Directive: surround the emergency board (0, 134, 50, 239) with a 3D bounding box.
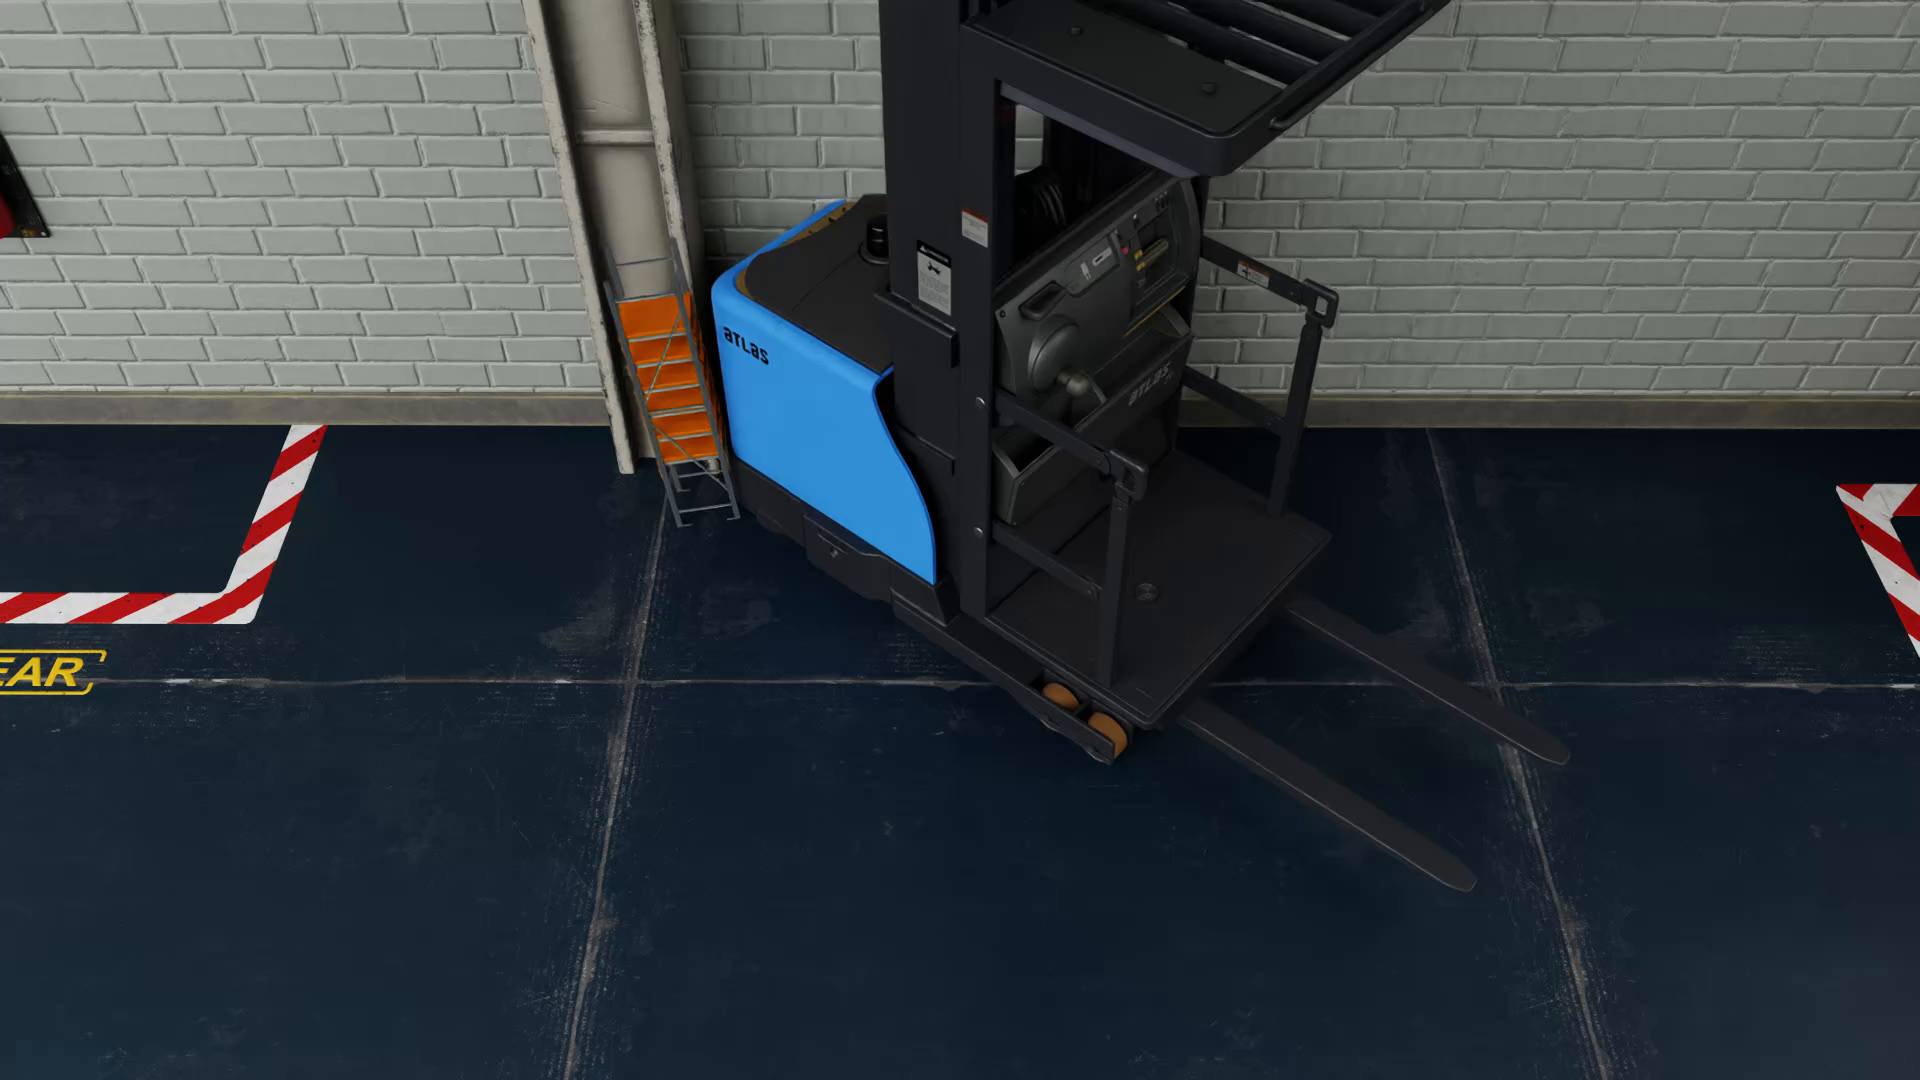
[{"bbox_3d":[-3.600,-1.430,5.531,0.643,1.169,0.194,0,47,0],"label":"emergency board"}]

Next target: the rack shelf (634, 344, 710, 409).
[{"bbox_3d":[-1.011,-0.576,5.847,0.258,0.103,0.180,-8,49,-1],"label":"rack shelf"}]

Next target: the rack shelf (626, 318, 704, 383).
[{"bbox_3d":[-1.020,-0.654,5.757,0.258,0.103,0.180,-8,49,-1],"label":"rack shelf"}]

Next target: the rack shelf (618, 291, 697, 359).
[{"bbox_3d":[-1.029,-0.733,5.667,0.258,0.103,0.180,-8,49,-1],"label":"rack shelf"}]

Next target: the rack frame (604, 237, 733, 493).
[{"bbox_3d":[-1.017,-0.594,5.964,0.240,1.200,0.006,-8,49,-1],"label":"rack frame"}]

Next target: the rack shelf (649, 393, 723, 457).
[{"bbox_3d":[-0.993,-0.419,6.028,0.258,0.103,0.180,-8,49,-1],"label":"rack shelf"}]

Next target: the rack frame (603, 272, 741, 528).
[{"bbox_3d":[-0.995,-0.458,5.844,0.240,1.200,0.006,-8,49,-1],"label":"rack frame"}]

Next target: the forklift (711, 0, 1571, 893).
[{"bbox_3d":[0.587,-0.699,4.898,3.031,2.935,1.130,32,55,26],"label":"forklift"}]

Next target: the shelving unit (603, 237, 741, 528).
[{"bbox_3d":[-1.006,-0.526,5.904,0.258,1.200,0.189,-8,49,-1],"label":"shelving unit"}]

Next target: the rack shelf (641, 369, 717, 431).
[{"bbox_3d":[-1.002,-0.497,5.938,0.258,0.103,0.180,-8,49,-1],"label":"rack shelf"}]

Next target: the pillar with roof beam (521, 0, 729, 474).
[{"bbox_3d":[-1.145,-0.288,0.370,0.400,9.000,9.100,0,47,0],"label":"pillar with roof beam"}]

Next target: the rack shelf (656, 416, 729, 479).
[{"bbox_3d":[-0.984,-0.340,6.118,0.258,0.103,0.180,-8,49,-1],"label":"rack shelf"}]
